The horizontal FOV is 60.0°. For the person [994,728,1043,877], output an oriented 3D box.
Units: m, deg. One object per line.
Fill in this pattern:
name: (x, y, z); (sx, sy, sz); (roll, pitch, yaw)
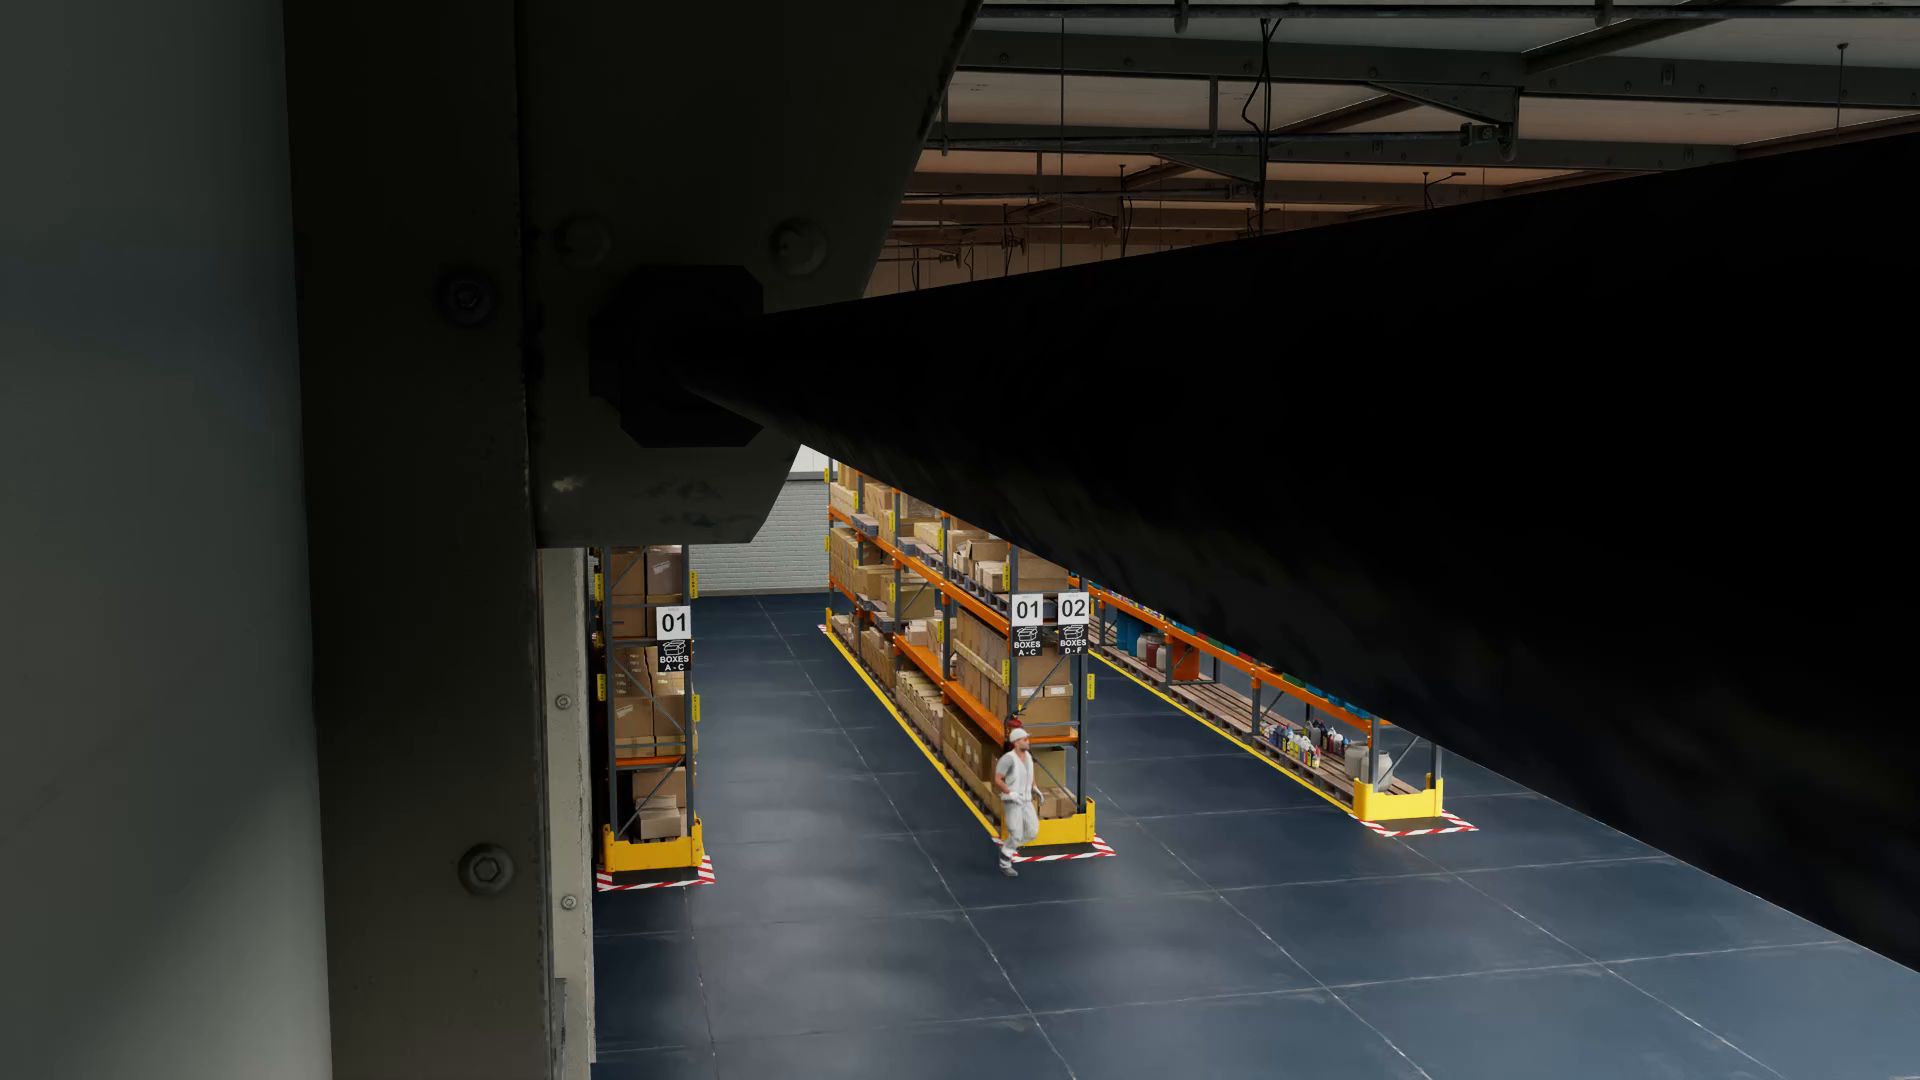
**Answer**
person: (0.715, 3.119, 19.857); (0.526, 1.734, 0.731); (6, 9, 42)
